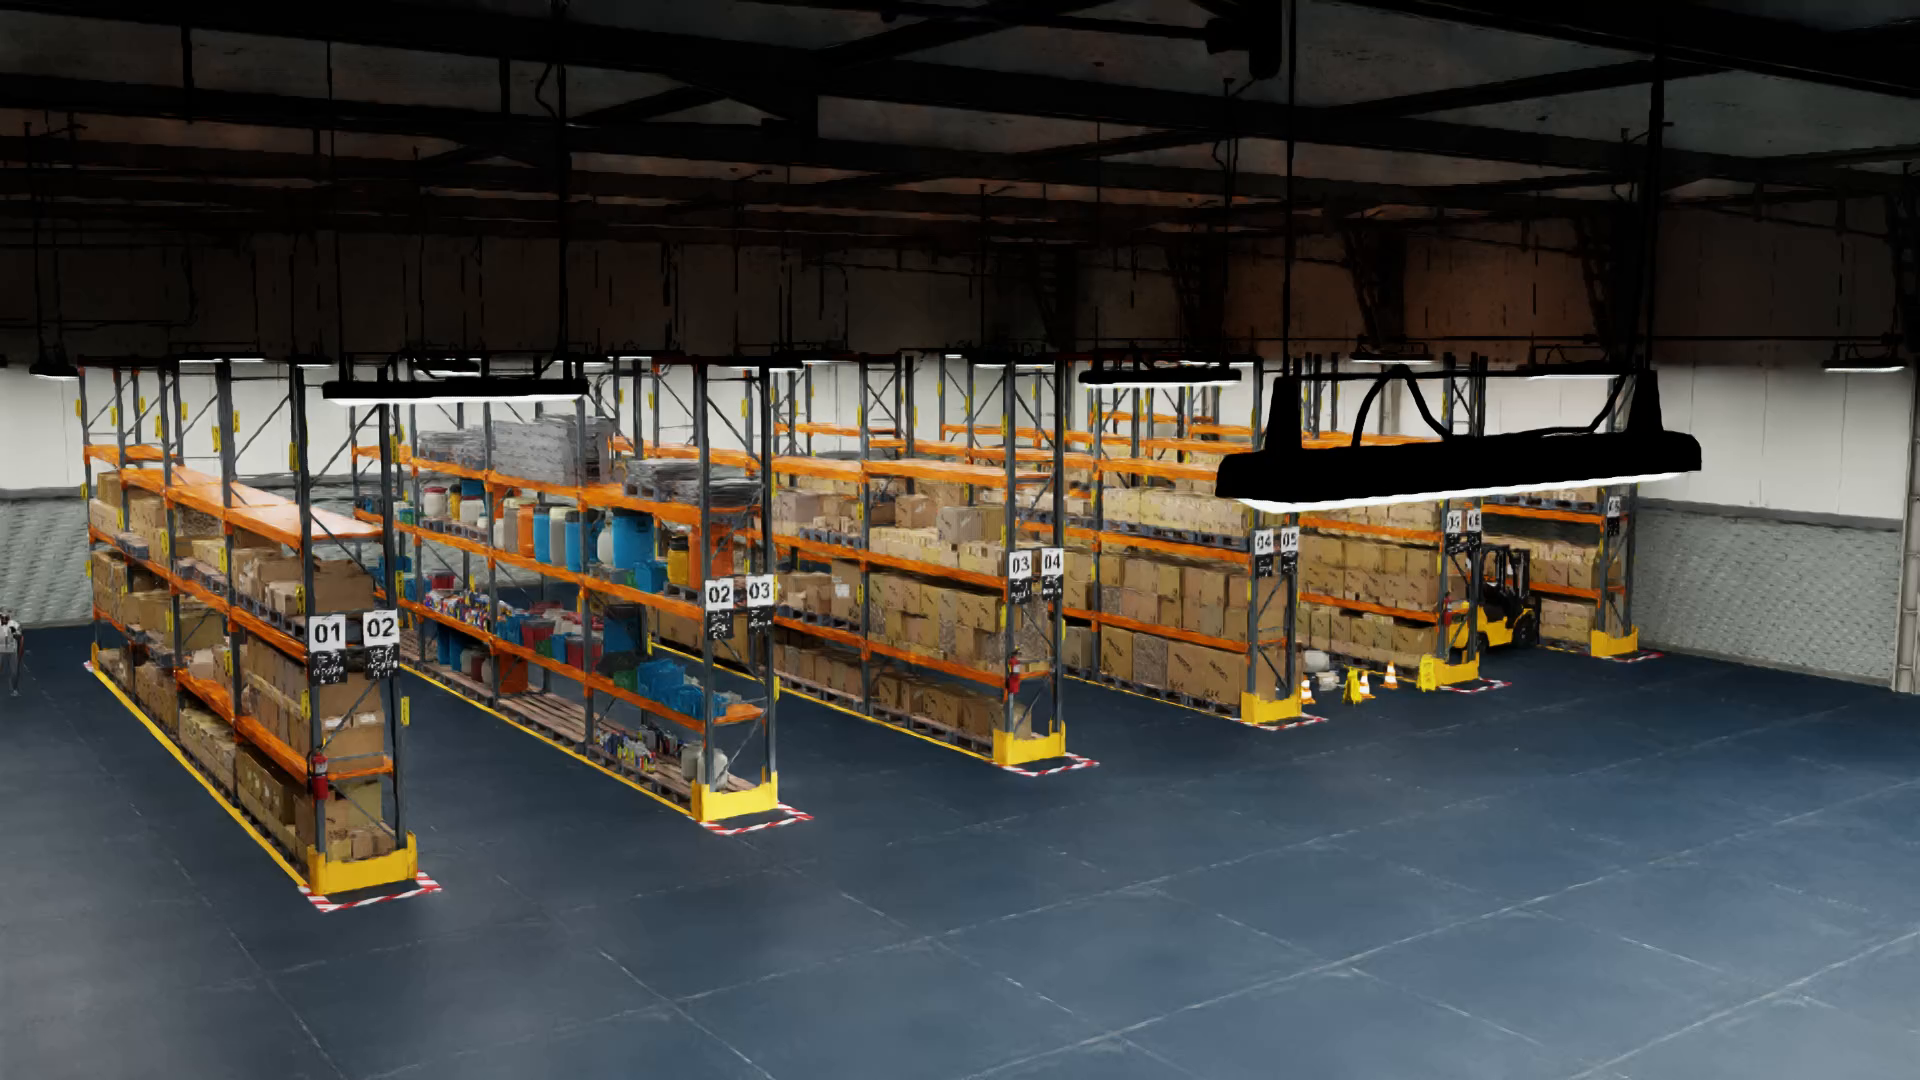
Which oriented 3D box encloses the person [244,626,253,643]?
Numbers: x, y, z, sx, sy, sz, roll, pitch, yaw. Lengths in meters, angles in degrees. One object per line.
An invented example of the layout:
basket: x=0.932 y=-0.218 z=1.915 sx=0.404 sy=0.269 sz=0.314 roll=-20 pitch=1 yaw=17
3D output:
person: x=-12.550 y=1.849 z=29.957 sx=0.729 sy=1.733 sz=0.546 roll=-5 pitch=9 yaw=-36

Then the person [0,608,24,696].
person: x=-16.860 y=1.976 z=29.370 sx=0.592 sy=1.629 sz=0.526 roll=-5 pitch=9 yaw=-37

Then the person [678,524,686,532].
person: x=-6.931 y=0.453 z=41.387 sx=0.553 sy=1.709 sz=1.123 roll=-5 pitch=8 yaw=-33
